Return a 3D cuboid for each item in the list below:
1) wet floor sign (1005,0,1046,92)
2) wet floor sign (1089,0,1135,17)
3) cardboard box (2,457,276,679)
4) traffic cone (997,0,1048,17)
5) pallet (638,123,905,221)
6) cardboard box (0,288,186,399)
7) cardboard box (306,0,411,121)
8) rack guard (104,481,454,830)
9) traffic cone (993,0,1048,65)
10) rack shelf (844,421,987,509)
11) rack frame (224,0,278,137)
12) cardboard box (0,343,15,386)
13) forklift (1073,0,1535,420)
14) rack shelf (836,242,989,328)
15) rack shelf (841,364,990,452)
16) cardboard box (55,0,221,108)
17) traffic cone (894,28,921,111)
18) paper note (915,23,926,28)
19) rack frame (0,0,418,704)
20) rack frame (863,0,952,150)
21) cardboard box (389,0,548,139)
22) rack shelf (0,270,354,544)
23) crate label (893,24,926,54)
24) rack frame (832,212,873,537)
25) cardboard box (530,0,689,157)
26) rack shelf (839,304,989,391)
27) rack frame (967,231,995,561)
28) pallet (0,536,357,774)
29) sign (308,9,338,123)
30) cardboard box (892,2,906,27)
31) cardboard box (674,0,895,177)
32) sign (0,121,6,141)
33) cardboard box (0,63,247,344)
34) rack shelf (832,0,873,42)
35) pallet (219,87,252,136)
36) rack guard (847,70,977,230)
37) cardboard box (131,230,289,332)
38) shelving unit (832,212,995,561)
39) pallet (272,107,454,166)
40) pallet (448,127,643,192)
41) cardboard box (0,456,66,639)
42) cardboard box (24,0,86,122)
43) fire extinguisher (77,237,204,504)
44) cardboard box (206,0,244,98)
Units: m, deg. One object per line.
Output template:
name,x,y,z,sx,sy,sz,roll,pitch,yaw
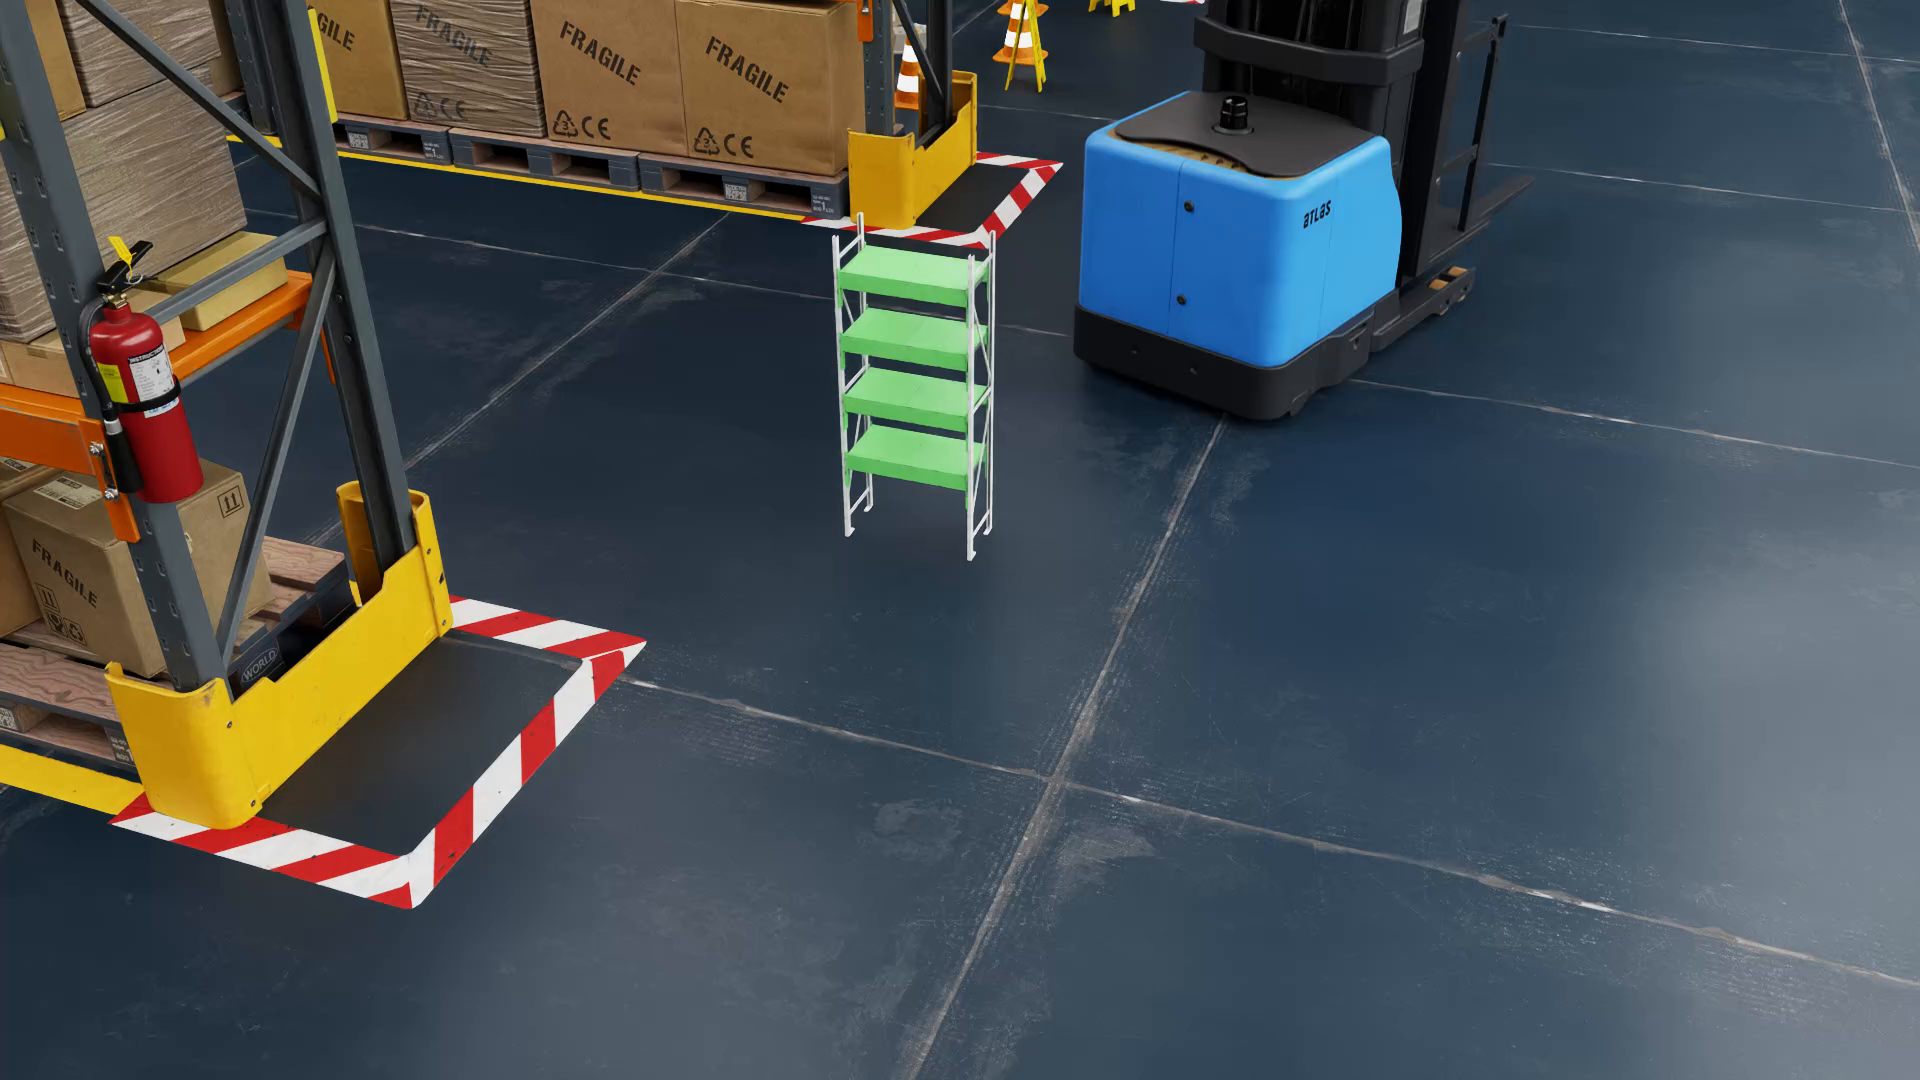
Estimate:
wet floor sign,0.428,-3.239,10.671,0.232,0.644,0.267,5,33,8
wet floor sign,1.125,-4.198,12.157,0.232,0.644,0.267,24,40,32
cardboard box,-2.618,0.043,5.335,0.500,0.500,0.500,18,37,25
traffic cone,0.467,-4.122,12.208,0.334,0.463,0.336,11,34,16
pallet,-1.047,-2.157,9.396,1.213,0.211,1.003,11,34,16
cardboard box,-2.374,-0.549,4.567,0.250,0.149,0.380,11,34,16
cardboard box,-3.465,-3.087,9.838,0.875,0.875,0.875,12,35,17
rack guard,-2.108,0.328,5.281,0.348,0.500,1.175,11,34,16
traffic cone,0.413,-3.493,11.234,0.334,0.463,0.336,11,34,16
rack shelf,-0.156,-0.279,6.136,0.480,0.148,0.258,11,34,16
rack frame,-4.033,-3.954,9.609,0.127,3.000,1.000,11,34,16
cardboard box,-2.609,-0.595,4.638,0.250,0.149,0.380,11,34,16
forklift,1.831,-2.455,7.350,1.130,2.935,3.031,24,40,32
rack shelf,-0.156,-0.884,5.746,0.480,0.148,0.258,11,34,16
rack shelf,-0.156,-0.481,6.006,0.480,0.148,0.258,11,34,16
cardboard box,-2.462,-1.535,4.574,0.500,0.500,0.500,11,34,16
traffic cone,-0.288,-2.979,10.437,0.334,0.463,0.336,11,34,16
paper note,-0.254,-3.677,11.918,0.142,0.019,0.148,0,33,0
rack frame,-2.036,-0.708,4.581,0.127,3.000,1.000,11,34,16
rack frame,-0.268,-3.222,8.475,0.127,3.000,1.000,11,34,16
cardboard box,-2.615,-2.924,9.585,0.875,0.875,0.875,11,35,17
rack shelf,-3.919,-0.772,5.343,4.000,0.370,1.077,11,34,16
crate label,-0.348,-3.469,11.496,0.298,0.136,0.250,-6,33,-9
rack frame,-0.386,-0.579,6.041,0.015,1.200,0.240,11,34,16
cardboard box,-1.757,-2.756,9.325,0.875,0.875,0.875,10,34,16
rack shelf,-0.156,-0.682,5.876,0.480,0.148,0.258,11,34,16
rack frame,0.074,-0.490,5.902,0.015,1.200,0.240,11,34,16
pallet,-2.860,0.283,5.617,1.213,0.211,1.003,11,34,16
sign,-1.853,-1.349,4.775,0.005,0.325,0.100,11,34,16
cardboard box,-0.607,-3.779,11.966,0.380,0.149,0.250,-25,40,-33
cardboard box,-0.928,-2.596,9.077,0.875,0.875,0.875,11,35,17
sign,-2.242,-1.047,3.748,0.005,0.325,0.100,11,34,16
cardboard box,-2.544,-0.990,4.651,0.500,0.500,0.875,11,34,16
rack shelf,-2.150,-3.286,9.237,4.000,0.370,1.077,11,34,16
pallet,-4.785,-2.885,10.524,1.213,0.211,1.003,11,34,16
rack guard,-0.245,-2.168,9.146,0.348,0.500,1.175,11,34,16
cardboard box,-2.224,-0.776,4.919,0.250,0.149,0.380,11,34,16
shelving unit,-0.156,-0.534,5.971,0.503,1.200,0.258,11,34,16
pallet,-3.344,-2.603,10.088,1.213,0.211,1.003,11,34,16
pallet,-2.191,-2.381,9.743,1.213,0.211,1.003,11,34,16
cardboard box,-3.192,-0.049,5.478,0.500,0.500,0.500,21,38,29
cardboard box,-2.637,-1.269,4.163,0.500,0.500,0.500,11,34,16
fire extinguisher,-2.084,-0.419,4.205,0.183,0.674,0.296,11,34,16
cardboard box,-4.648,-3.253,10.210,0.750,0.750,1.050,11,34,16
